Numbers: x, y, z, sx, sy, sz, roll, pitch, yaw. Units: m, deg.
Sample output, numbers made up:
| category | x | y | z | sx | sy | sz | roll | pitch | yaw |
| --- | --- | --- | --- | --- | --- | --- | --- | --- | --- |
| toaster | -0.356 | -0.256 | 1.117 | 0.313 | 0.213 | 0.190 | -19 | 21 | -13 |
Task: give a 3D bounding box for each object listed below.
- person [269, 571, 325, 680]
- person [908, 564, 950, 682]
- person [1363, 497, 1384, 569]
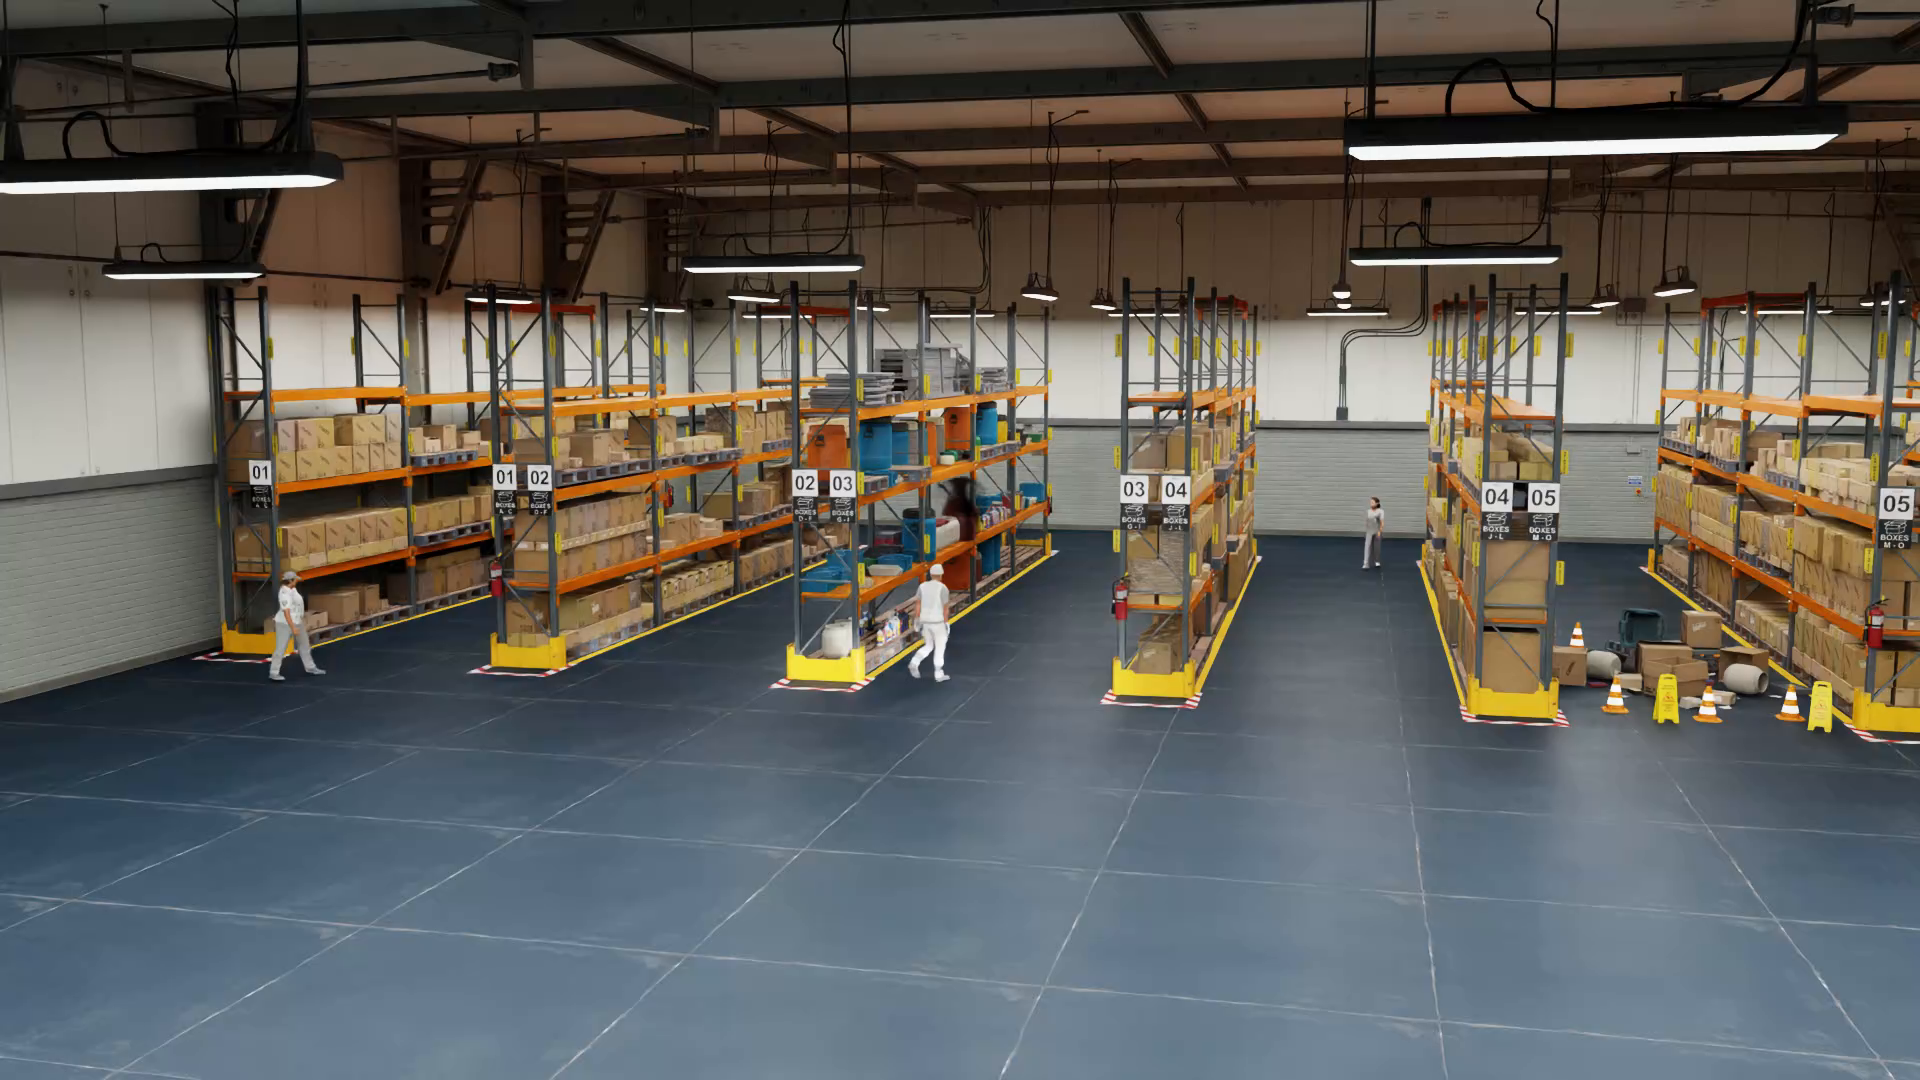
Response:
| category | x | y | z | sx | sy | sz | roll | pitch | yaw |
| --- | --- | --- | --- | --- | --- | --- | --- | --- | --- |
| person | -10.153 | 1.281 | 25.341 | 0.656 | 1.658 | 0.696 | 0 | 7 | 2 |
| person | -0.434 | 1.253 | 24.979 | 0.682 | 1.778 | 0.557 | -6 | 9 | -44 |
| person | 9.419 | -0.162 | 37.811 | 0.439 | 1.619 | 0.996 | 3 | 7 | 23 |
